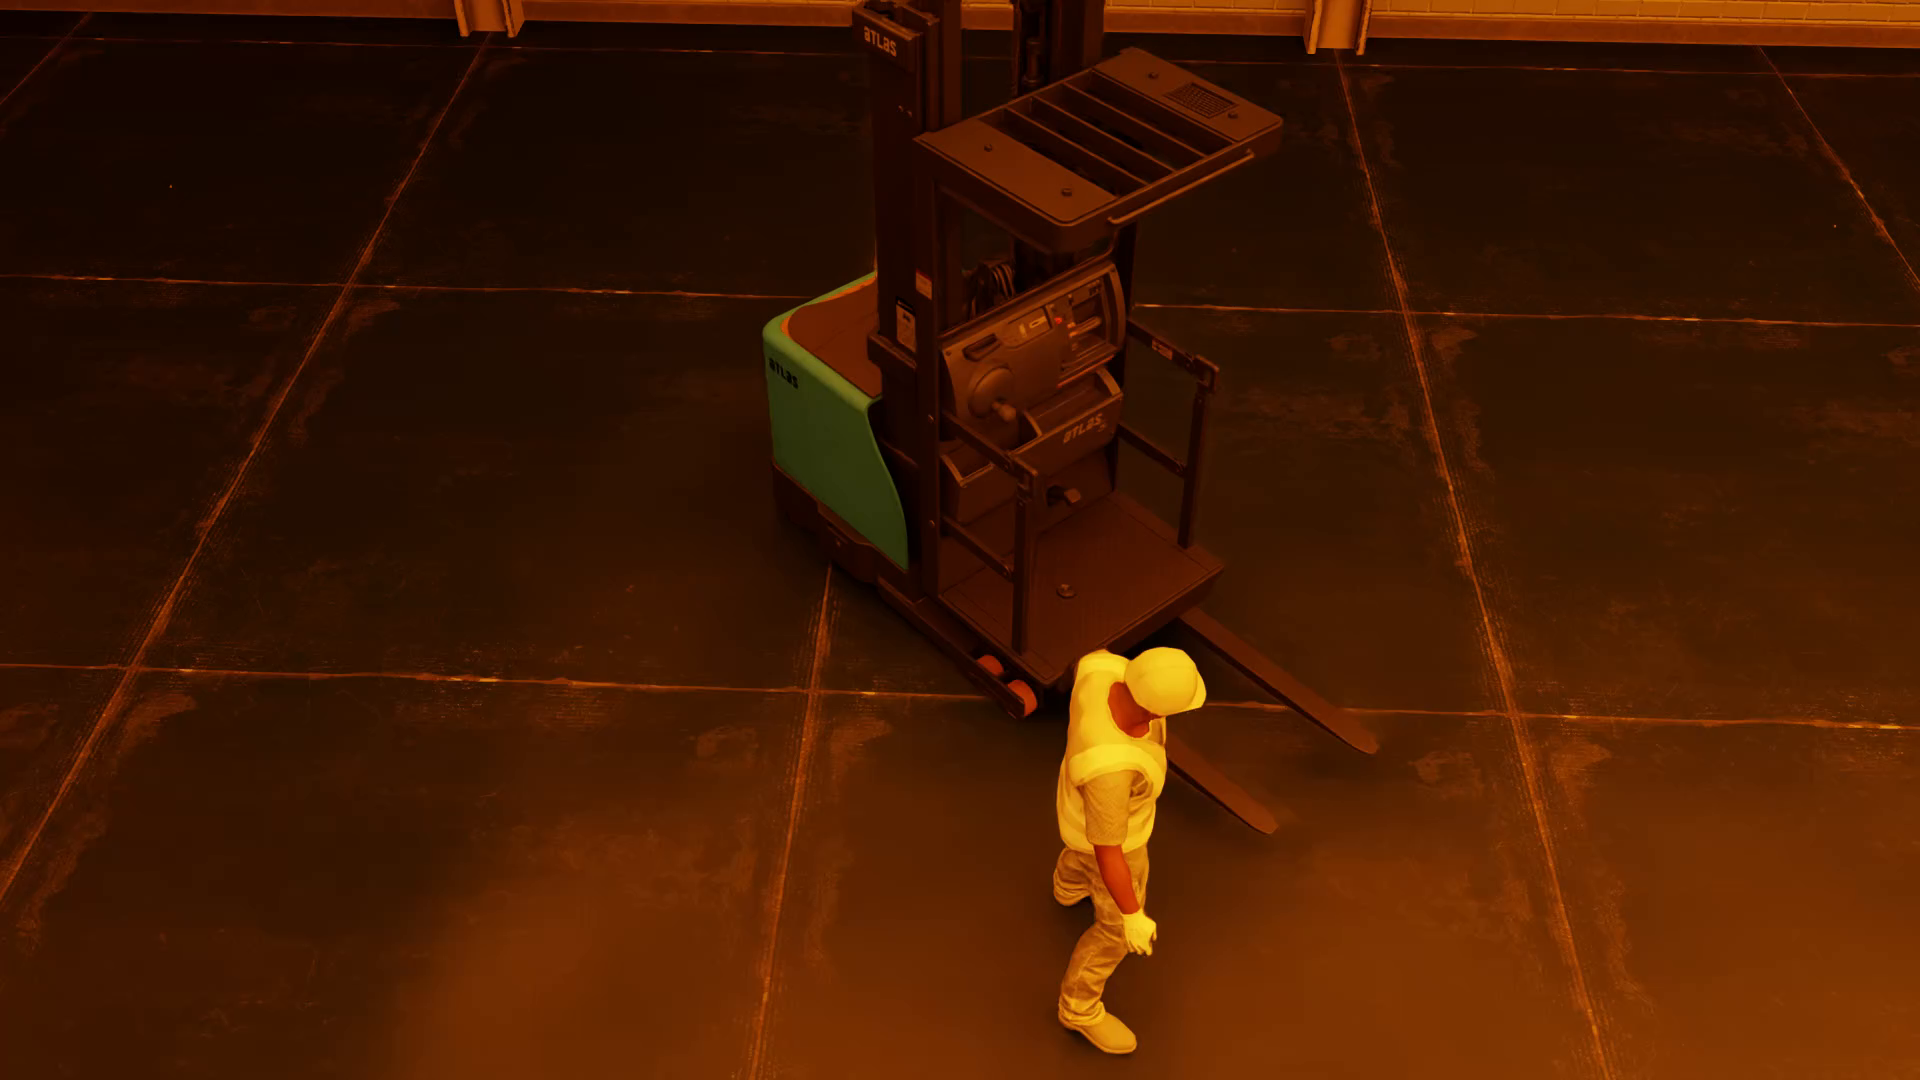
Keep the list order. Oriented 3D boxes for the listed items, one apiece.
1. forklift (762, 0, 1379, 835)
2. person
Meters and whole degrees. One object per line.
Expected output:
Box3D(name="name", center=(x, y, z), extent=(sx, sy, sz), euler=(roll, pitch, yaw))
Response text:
Box3D(name="forklift", center=(0.446, -0.712, 6.522), extent=(1.130, 2.935, 3.031), euler=(-30, 50, -29))
Box3D(name="person", center=(0.541, 0.942, 5.606), extent=(0.433, 1.733, 0.937), euler=(1, 42, 2))
